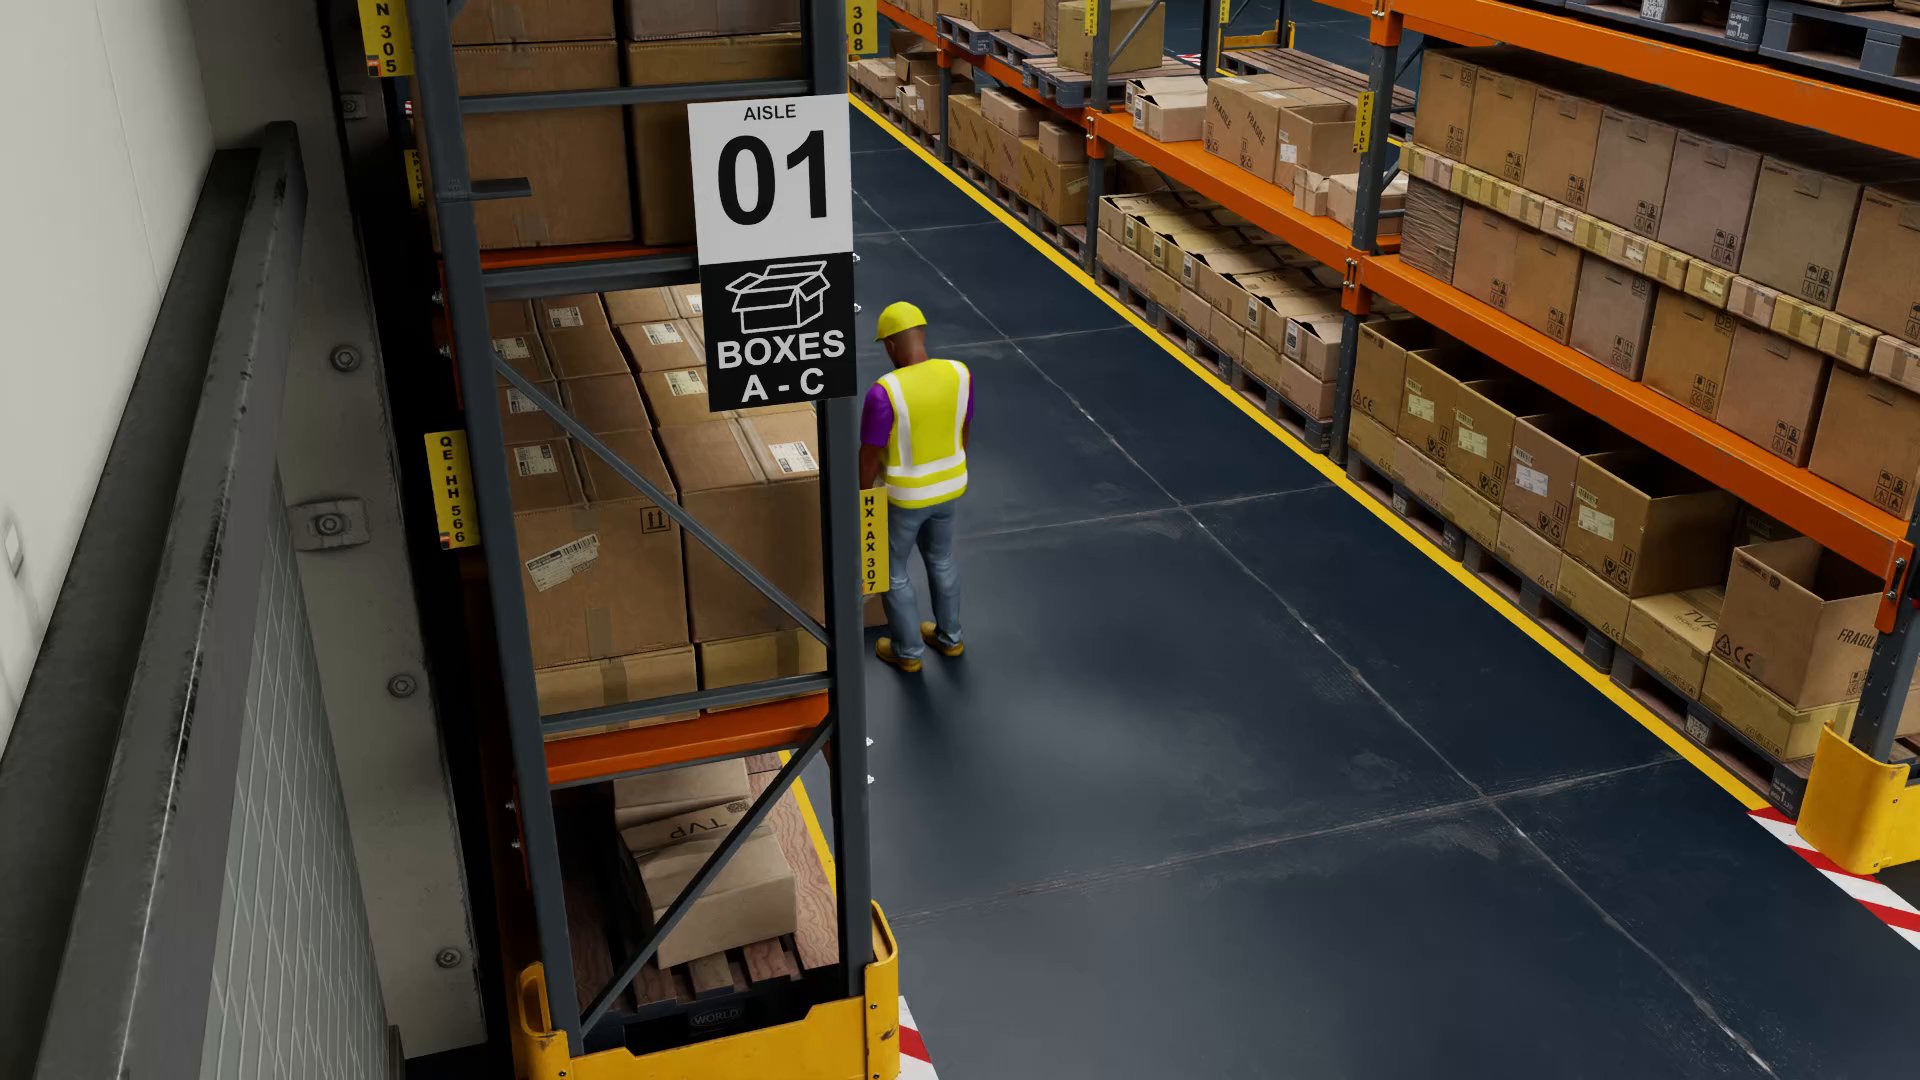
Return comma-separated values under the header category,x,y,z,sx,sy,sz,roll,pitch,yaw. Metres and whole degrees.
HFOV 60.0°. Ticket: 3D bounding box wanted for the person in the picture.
category,x,y,z,sx,sy,sz,roll,pitch,yaw
person,-0.219,-0.234,7.595,0.581,1.737,0.409,-16,31,-30
